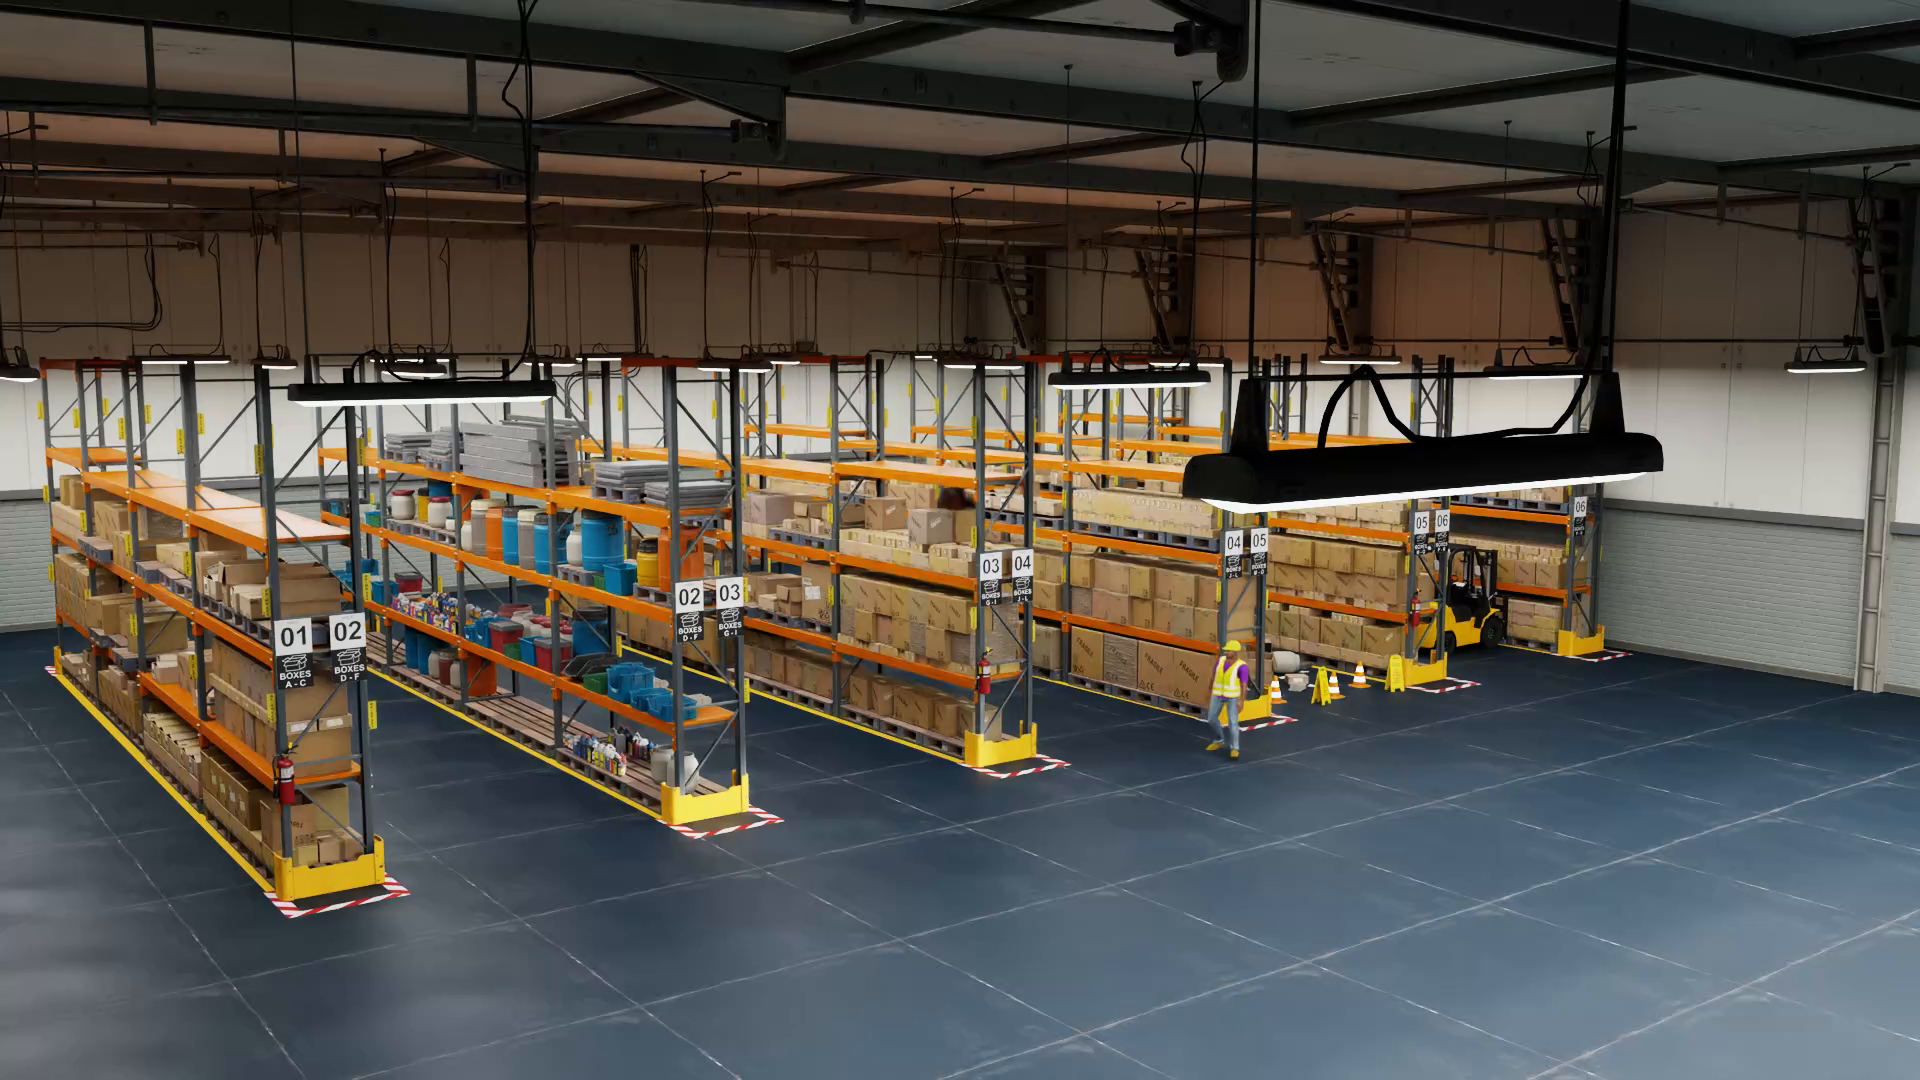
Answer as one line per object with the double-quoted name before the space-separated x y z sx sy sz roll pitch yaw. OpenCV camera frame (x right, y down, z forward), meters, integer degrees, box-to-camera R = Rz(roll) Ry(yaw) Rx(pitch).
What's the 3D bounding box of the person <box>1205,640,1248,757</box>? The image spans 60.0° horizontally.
"person" 4.057 2.410 25.403 0.673 1.777 0.468 4 8 27
